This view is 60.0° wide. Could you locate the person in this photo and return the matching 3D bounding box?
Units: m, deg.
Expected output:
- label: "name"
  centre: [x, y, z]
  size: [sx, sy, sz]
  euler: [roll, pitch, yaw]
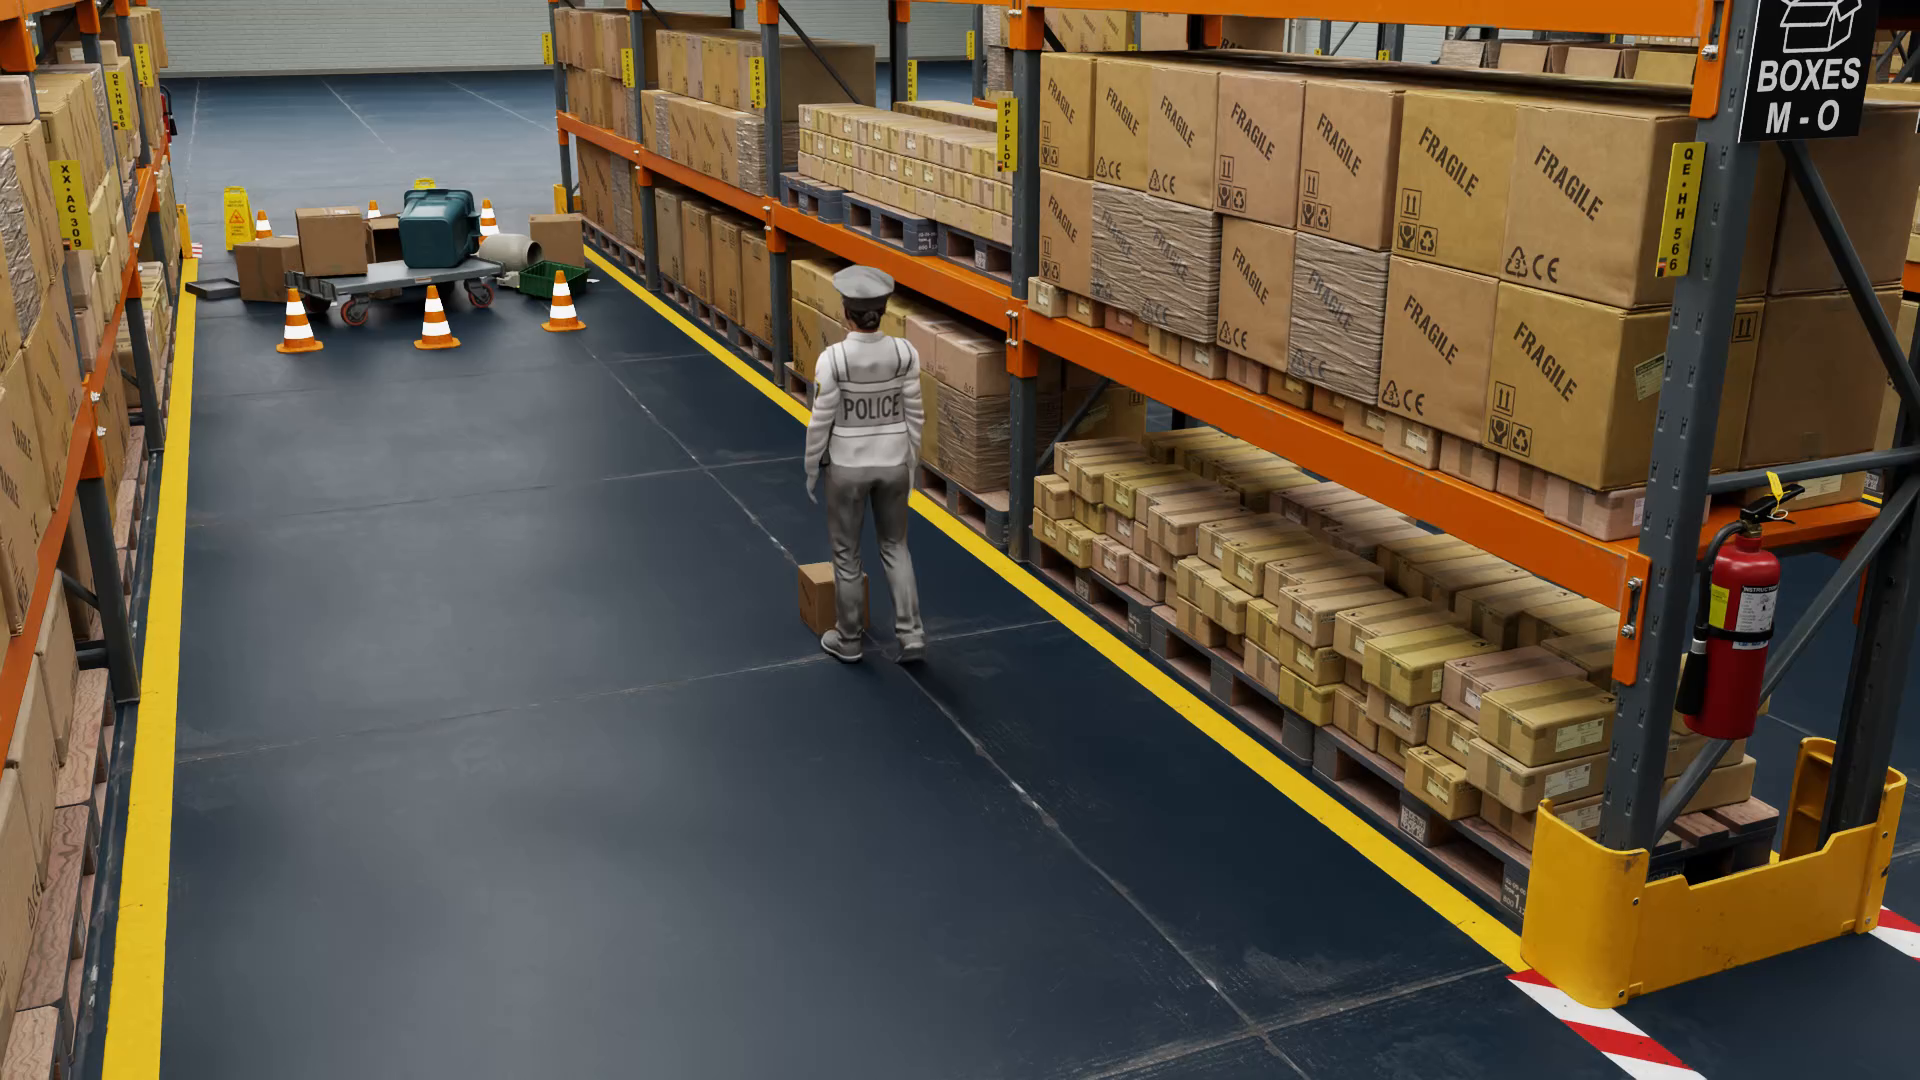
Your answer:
- label: "person"
  centre: [-0.397, -0.268, 6.868]
  size: [0.490, 1.729, 0.486]
  euler: [-8, 20, -21]
